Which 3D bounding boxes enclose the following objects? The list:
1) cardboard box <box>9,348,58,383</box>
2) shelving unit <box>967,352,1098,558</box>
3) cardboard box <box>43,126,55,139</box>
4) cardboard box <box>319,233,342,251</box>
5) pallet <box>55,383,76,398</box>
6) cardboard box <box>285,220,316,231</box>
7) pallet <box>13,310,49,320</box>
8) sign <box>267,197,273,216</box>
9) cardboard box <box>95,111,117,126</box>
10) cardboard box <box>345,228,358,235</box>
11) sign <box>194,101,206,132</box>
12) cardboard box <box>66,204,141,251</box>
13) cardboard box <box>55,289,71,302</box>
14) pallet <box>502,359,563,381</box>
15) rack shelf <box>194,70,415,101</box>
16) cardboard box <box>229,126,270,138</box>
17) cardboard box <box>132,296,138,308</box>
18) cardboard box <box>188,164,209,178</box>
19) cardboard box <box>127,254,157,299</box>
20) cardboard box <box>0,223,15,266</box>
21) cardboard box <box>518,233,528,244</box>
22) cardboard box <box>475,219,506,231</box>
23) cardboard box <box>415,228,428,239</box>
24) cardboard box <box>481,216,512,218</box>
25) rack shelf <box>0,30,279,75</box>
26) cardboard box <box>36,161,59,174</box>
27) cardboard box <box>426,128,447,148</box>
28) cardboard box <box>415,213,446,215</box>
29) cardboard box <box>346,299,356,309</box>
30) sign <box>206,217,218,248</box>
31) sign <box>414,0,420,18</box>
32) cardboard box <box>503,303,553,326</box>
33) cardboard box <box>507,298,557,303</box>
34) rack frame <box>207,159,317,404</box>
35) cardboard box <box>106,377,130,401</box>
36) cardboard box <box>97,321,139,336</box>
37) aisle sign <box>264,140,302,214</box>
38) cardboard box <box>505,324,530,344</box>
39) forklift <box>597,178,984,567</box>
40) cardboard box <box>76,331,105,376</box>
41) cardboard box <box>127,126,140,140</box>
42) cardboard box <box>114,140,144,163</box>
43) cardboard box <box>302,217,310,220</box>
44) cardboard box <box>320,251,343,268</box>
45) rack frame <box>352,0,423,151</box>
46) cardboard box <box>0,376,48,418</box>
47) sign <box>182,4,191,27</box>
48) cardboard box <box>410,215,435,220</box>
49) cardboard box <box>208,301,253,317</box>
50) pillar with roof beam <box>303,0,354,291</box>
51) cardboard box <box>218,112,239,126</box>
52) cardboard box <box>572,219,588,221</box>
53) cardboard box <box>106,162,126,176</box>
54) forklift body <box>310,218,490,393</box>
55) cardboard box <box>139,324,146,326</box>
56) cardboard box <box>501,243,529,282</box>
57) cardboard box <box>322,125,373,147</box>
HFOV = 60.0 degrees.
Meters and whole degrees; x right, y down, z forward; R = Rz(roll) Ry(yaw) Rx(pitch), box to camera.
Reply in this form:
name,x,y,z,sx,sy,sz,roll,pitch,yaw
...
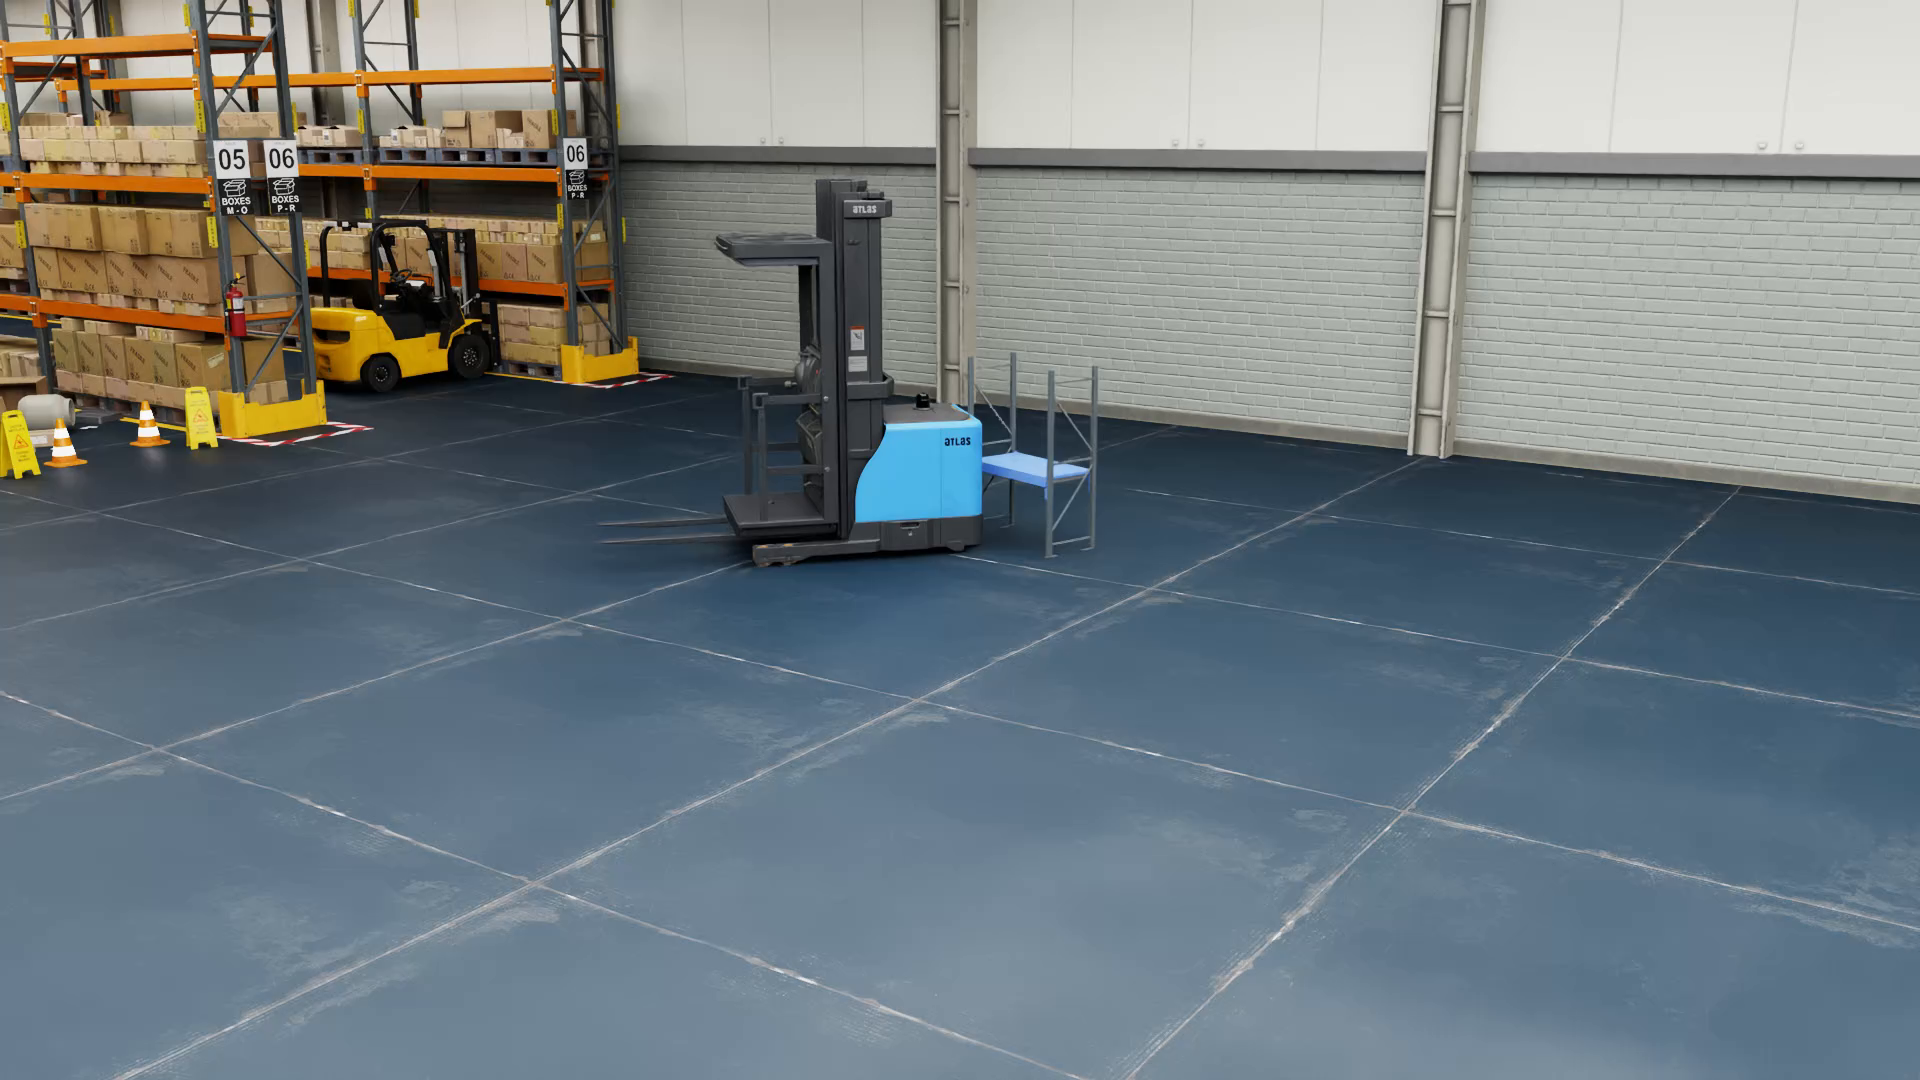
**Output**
name,x,y,z,sx,sy,sz,roll,pitch,yaw
cardboard box,-11.469,-2.236,21.209,0.625,0.372,0.950,9,17,34
shelving unit,0.579,-0.717,13.598,0.538,1.500,1.048,-11,17,-37
cardboard box,-10.507,-4.786,19.534,0.250,0.149,0.380,9,16,31
cardboard box,-9.246,-4.481,24.952,0.500,0.250,0.500,9,16,31
pallet,-11.679,-1.989,21.417,1.213,0.211,1.003,9,17,33
cardboard box,-10.137,-4.840,25.575,0.250,0.149,0.380,9,17,33
pallet,-16.489,-4.203,30.364,1.213,0.211,1.003,9,17,33
sign,-11.277,-5.438,27.138,0.005,0.325,0.100,9,17,33
cardboard box,-14.611,-7.206,28.406,0.258,0.266,0.396,9,16,32
cardboard box,-8.896,-4.624,24.703,0.250,0.149,0.380,9,16,32
sign,-8.039,-4.479,17.591,0.005,0.325,0.100,9,17,33
cardboard box,-9.975,-3.668,19.492,0.500,0.500,0.700,9,16,32
cardboard box,-10.711,-2.986,20.167,0.250,0.149,0.380,10,17,34
pallet,-5.604,-2.432,23.210,1.213,0.211,1.003,9,17,33
rack shelf,-9.924,-6.865,25.158,4.000,0.370,1.077,9,17,33
cardboard box,-7.894,-4.511,18.425,0.250,0.149,0.380,9,17,32
cardboard box,-9.400,-2.796,19.399,0.250,0.149,0.380,9,17,33
cardboard box,-8.165,-4.028,18.132,0.250,0.149,0.380,9,17,33
cardboard box,-9.143,-3.048,19.067,0.500,0.500,0.500,9,17,33
cardboard box,-11.955,-3.717,20.896,0.500,0.500,0.500,9,17,33
cardboard box,-5.800,-4.121,22.671,0.250,0.149,0.380,10,17,34
cardboard box,-6.475,-4.357,23.004,0.250,0.149,0.380,10,17,34
cardboard box,-7.536,-4.385,23.736,0.250,0.149,0.380,10,17,34
cardboard box,-6.594,-4.535,23.724,0.250,0.149,0.380,10,17,34
rack shelf,-9.372,-5.531,18.944,4.000,0.370,1.077,9,17,33
cardboard box,-10.725,-4.435,19.776,0.250,0.149,0.380,9,17,33
cardboard box,-7.203,-5.612,23.206,0.258,0.266,0.396,9,16,31
cardboard box,-7.831,-4.753,24.606,0.250,0.149,0.380,9,17,33
cardboard box,-8.704,-3.347,25.170,0.625,0.625,0.875,10,17,35
sign,-8.039,-3.309,17.881,0.005,0.325,0.100,9,17,33
sign,-7.935,-7.778,24.243,0.005,0.325,0.100,9,17,33
cardboard box,-5.929,-3.113,22.924,0.500,0.250,0.500,10,17,34
cardboard box,-6.064,-3.284,23.614,0.500,0.250,0.500,9,17,32
rack frame,-7.713,-2.702,18.494,0.127,3.000,1.000,9,17,33
cardboard box,-9.802,-1.834,19.839,0.500,0.250,0.500,9,16,32
cardboard box,-9.970,-2.520,19.699,0.250,0.149,0.380,10,17,36
aisle sign,-7.488,-4.017,18.398,0.004,0.787,0.394,9,17,33
cardboard box,-5.934,-2.876,23.006,0.500,0.250,0.500,9,17,32
forklift,-1.385,-1.353,13.191,3.031,2.935,1.130,-3,14,-14
cardboard box,-10.242,-2.269,20.033,0.500,0.500,0.500,10,17,35
cardboard box,-9.156,-4.601,18.788,0.250,0.149,0.380,9,16,31
cardboard box,-9.138,-4.380,18.727,0.500,0.250,0.500,10,17,34
cardboard box,-10.325,-4.996,26.203,0.250,0.149,0.380,9,17,32
cardboard box,-9.249,-4.237,25.010,0.500,0.250,0.500,9,17,32
rack frame,-8.265,-7.140,23.940,0.127,3.000,1.000,9,17,33
cardboard box,-10.902,-1.611,19.285,0.500,0.500,0.500,-4,14,-16
sign,-11.879,-8.059,25.543,0.005,0.325,0.100,9,17,33
cardboard box,-7.682,-4.585,23.924,0.250,0.149,0.380,9,16,32
cardboard box,-8.143,-2.587,18.555,0.250,0.149,0.380,10,17,35
pillar with roof beam,-12.402,-6.823,22.660,0.400,9.000,9.100,9,17,33
cardboard box,-11.119,-6.376,25.805,0.500,0.500,0.500,9,17,33
cardboard box,-5.291,-4.335,22.917,0.250,0.149,0.380,10,17,35
cardboard box,-9.464,-4.225,18.928,0.250,0.149,0.380,9,16,32
forklift body,-7.537,-3.170,22.154,1.214,2.155,2.313,9,17,33
cardboard box,-9.968,-2.377,20.473,0.500,0.500,0.500,10,17,34
cardboard box,-5.926,-3.825,22.826,0.500,0.500,0.500,10,17,35
cardboard box,-9.001,-5.942,24.445,0.500,0.311,0.500,9,16,31
